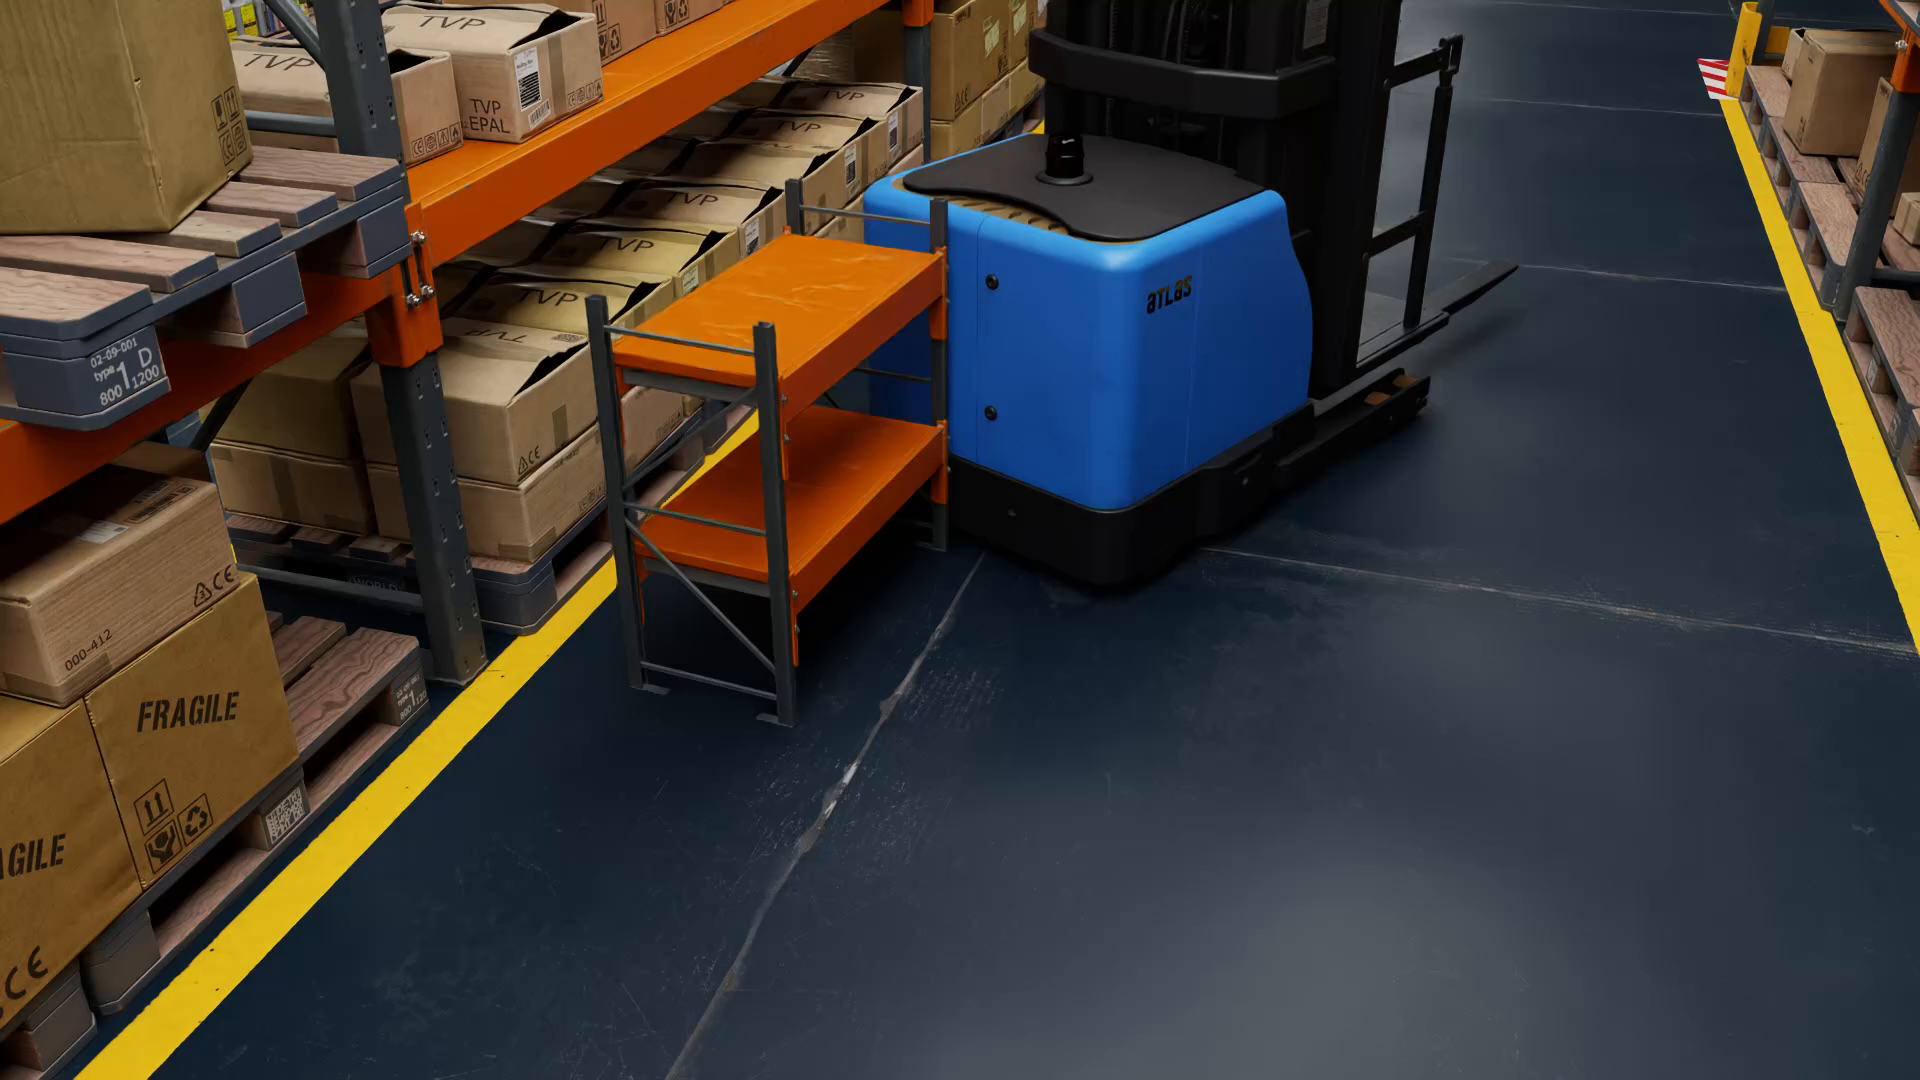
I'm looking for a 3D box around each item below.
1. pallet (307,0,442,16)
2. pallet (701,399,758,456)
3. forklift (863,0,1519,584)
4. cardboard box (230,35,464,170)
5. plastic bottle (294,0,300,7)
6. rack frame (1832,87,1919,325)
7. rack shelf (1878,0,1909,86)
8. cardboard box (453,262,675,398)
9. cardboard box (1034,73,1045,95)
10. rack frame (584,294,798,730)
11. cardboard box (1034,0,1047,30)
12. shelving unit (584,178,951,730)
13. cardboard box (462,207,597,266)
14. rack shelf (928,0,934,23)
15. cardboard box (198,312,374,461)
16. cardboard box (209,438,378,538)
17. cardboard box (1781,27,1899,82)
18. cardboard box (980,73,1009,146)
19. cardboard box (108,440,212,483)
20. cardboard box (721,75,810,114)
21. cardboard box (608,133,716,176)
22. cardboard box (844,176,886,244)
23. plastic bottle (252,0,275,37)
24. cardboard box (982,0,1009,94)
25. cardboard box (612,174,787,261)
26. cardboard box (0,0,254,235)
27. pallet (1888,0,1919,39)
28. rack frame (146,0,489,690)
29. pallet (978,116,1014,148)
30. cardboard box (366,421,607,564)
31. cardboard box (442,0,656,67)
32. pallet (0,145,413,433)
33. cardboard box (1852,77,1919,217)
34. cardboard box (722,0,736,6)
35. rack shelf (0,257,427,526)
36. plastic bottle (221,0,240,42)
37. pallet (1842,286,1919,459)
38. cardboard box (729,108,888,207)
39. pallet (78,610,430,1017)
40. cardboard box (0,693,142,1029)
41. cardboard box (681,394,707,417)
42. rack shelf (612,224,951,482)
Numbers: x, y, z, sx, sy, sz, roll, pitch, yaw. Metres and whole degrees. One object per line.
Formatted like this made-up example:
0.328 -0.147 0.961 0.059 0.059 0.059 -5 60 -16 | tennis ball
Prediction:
-4.412 -3.794 11.852 1.003 0.211 1.213 8 30 15 | pallet
-1.166 -0.728 6.342 1.003 0.211 1.213 8 30 15 | pallet
1.047 -1.785 5.444 1.130 2.935 3.031 23 37 35 | forklift
-1.656 -1.128 4.285 0.500 0.311 0.500 10 31 18 | cardboard box
-4.328 -3.463 10.732 0.061 0.283 0.133 9 30 16 | plastic bottle
4.106 -2.158 6.044 1.000 3.000 0.127 8 30 15 | rack frame
4.693 -2.773 7.890 1.077 0.370 4.000 8 30 15 | rack shelf
-1.224 -0.678 5.204 0.500 0.311 0.500 8 30 14 | cardboard box
0.240 -2.714 9.440 0.500 0.250 0.500 8 30 15 | cardboard box
-0.663 -0.048 4.180 0.500 1.125 0.032 12 31 20 | rack frame
0.243 -3.041 9.257 0.500 0.500 0.500 8 30 15 | cardboard box
-0.466 -0.276 4.590 0.538 1.125 1.048 12 31 20 | shelving unit
-1.589 -0.987 5.758 0.500 0.311 0.500 8 30 15 | cardboard box
-0.044 -3.479 9.158 1.077 0.370 4.000 8 30 15 | rack shelf
-1.887 -0.510 4.901 0.500 0.311 0.500 9 30 16 | cardboard box
-1.884 -0.266 5.039 0.500 0.250 0.500 9 30 16 | cardboard box
4.991 -2.726 9.378 0.500 0.311 0.500 5 30 9 | cardboard box
-0.053 -2.249 8.604 0.500 0.250 0.500 8 30 15 | cardboard box
-2.212 0.066 4.164 0.500 0.500 0.500 10 31 17 | cardboard box
-0.990 -1.934 7.461 0.500 0.311 0.500 9 30 15 | cardboard box
-1.293 -1.461 6.611 0.500 0.311 0.500 8 30 13 | cardboard box
-0.626 -1.377 7.035 0.500 0.250 0.500 8 30 14 | cardboard box
-4.452 -3.339 10.516 0.152 0.276 0.135 8 30 13 | plastic bottle
-0.056 -2.577 8.423 0.500 0.500 0.500 8 30 15 | cardboard box
-0.922 -1.154 6.059 0.500 0.311 0.500 8 30 14 | cardboard box
-1.882 -0.923 3.289 0.700 0.500 0.500 -1 29 -2 | cardboard box
3.742 -1.740 5.490 1.003 0.211 1.213 8 30 15 | pallet
-1.805 -1.005 3.970 1.000 3.000 0.127 8 30 15 | rack frame
-0.357 -2.009 8.643 1.003 0.211 1.213 8 30 15 | pallet
-1.370 -0.188 4.899 0.500 0.250 0.500 8 30 15 | cardboard box
-1.328 -1.830 5.352 0.500 0.500 0.500 7 30 12 | cardboard box
-1.937 -0.596 3.433 1.213 0.211 1.003 8 30 15 | pallet
4.372 -1.746 7.422 0.500 0.500 0.500 6 30 11 | cardboard box
-1.026 -2.308 6.210 0.500 0.500 0.500 11 31 18 | cardboard box
-2.392 0.239 2.474 1.077 0.370 4.000 8 30 15 | rack shelf
-4.551 -3.208 10.203 0.144 0.351 0.185 8 30 14 | plastic bottle
3.879 -0.578 6.071 1.003 0.211 1.213 8 30 15 | pallet
-0.622 -1.619 6.894 0.500 0.311 0.500 9 30 16 | cardboard box
-2.060 0.556 4.034 1.003 0.211 1.213 8 30 15 | pallet
-2.007 0.604 3.197 0.500 0.500 0.500 7 30 13 | cardboard box
-1.077 -0.664 5.755 0.500 0.250 0.500 8 30 14 | cardboard box
-0.466 -0.532 4.448 0.538 0.278 1.000 12 31 20 | rack shelf
